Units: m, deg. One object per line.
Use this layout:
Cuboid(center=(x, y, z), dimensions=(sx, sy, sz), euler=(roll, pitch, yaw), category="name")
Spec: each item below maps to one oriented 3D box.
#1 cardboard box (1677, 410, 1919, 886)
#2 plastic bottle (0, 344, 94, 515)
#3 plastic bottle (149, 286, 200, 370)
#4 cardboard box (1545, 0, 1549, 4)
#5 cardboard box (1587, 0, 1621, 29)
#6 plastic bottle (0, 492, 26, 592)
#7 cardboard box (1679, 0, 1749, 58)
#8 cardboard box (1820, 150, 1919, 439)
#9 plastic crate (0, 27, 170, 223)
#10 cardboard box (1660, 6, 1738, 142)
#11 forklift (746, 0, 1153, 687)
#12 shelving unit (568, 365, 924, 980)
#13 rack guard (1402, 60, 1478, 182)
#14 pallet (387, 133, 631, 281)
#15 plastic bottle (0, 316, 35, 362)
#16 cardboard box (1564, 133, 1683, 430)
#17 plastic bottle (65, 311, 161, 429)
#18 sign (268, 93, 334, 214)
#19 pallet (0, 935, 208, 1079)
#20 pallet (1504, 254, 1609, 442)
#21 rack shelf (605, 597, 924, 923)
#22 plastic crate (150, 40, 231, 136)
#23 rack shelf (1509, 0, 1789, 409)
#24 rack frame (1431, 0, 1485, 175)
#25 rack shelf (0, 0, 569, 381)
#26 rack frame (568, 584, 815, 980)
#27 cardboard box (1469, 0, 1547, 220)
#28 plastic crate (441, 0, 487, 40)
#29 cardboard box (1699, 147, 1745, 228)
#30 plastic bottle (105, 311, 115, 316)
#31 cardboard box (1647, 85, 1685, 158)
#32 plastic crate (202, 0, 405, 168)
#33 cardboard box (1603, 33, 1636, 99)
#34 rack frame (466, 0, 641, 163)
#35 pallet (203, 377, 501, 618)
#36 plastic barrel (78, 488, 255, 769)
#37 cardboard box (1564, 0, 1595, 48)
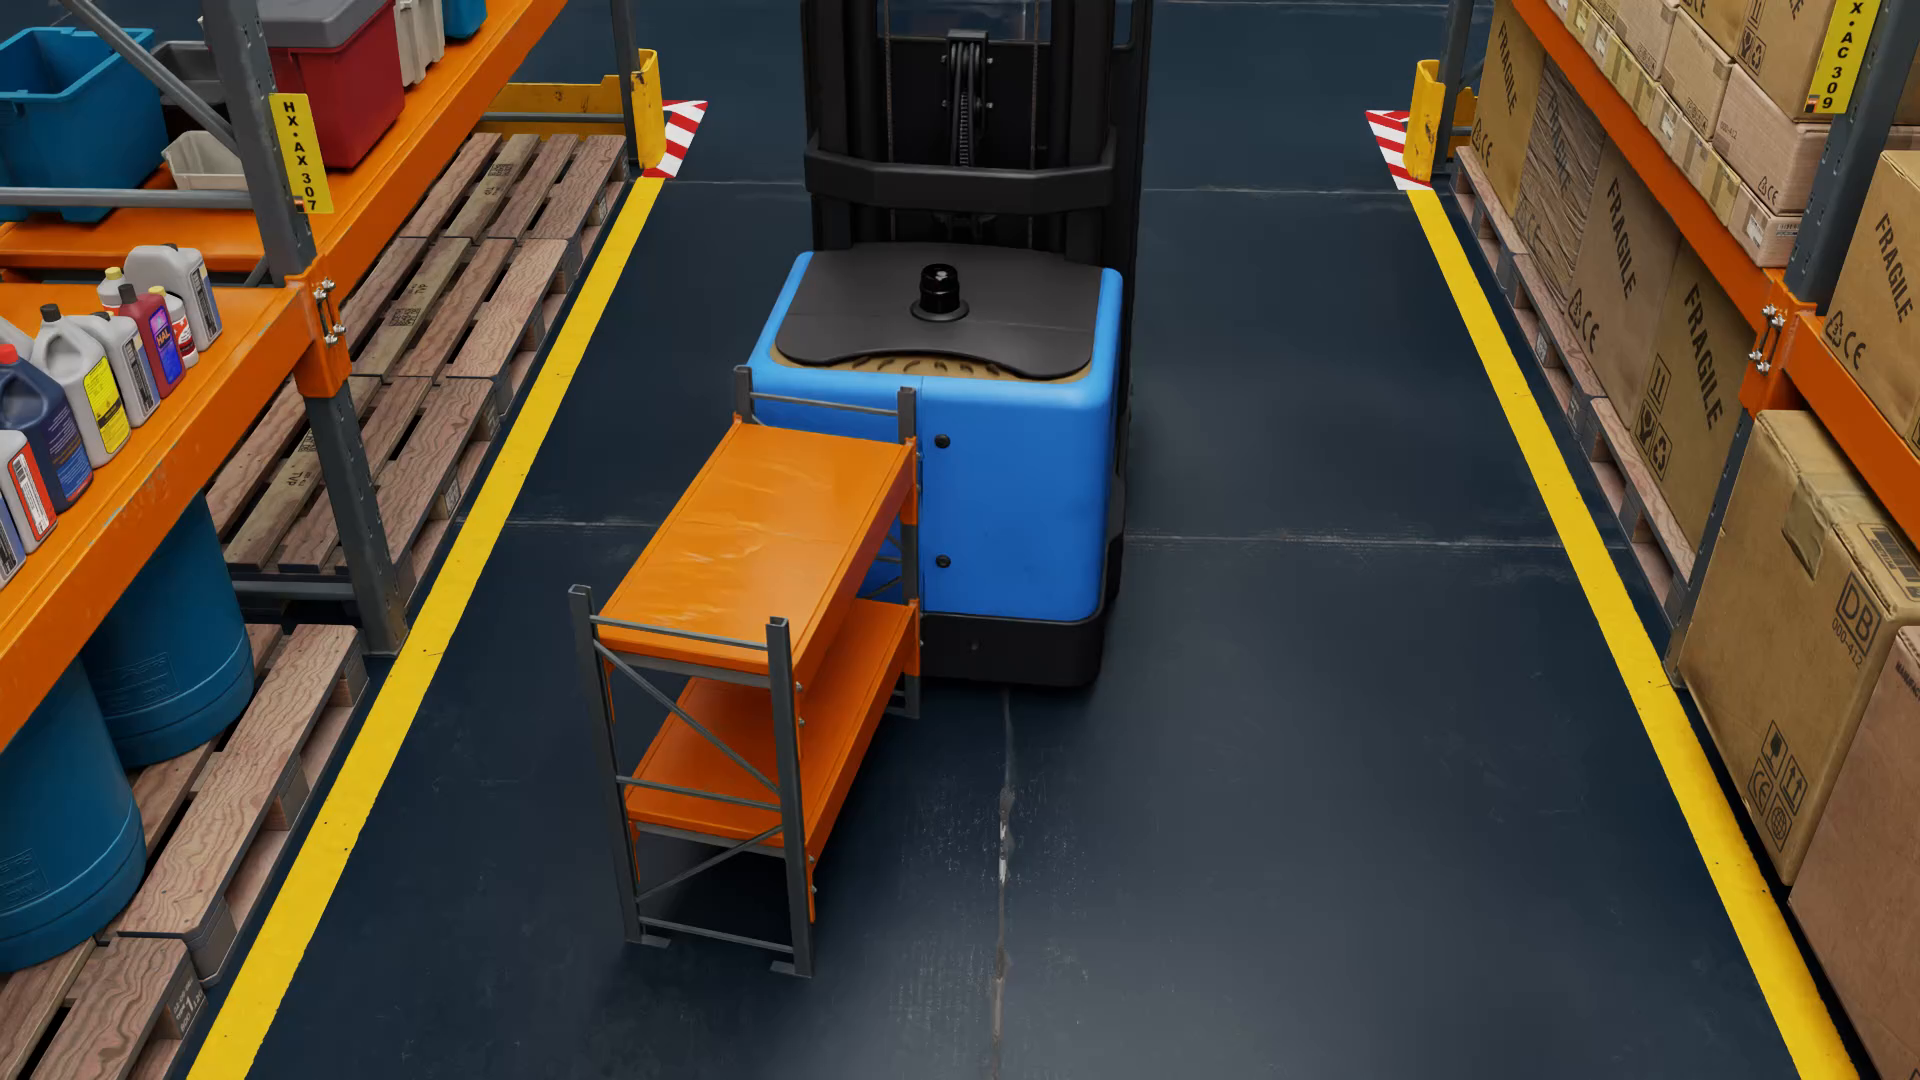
Cuboid(center=(2.681, 0.277, 4.230), dimensions=(1.225, 0.875, 0.875), euler=(1, 35, 2), category="cardboard box")
Cuboid(center=(-1.980, -0.241, 3.527), dimensions=(0.144, 0.351, 0.185), euler=(1, 35, 2), category="plastic bottle")
Cuboid(center=(-1.933, -0.521, 4.055), dimensions=(0.097, 0.201, 0.097), euler=(0, 35, 0), category="plastic bottle")
Cuboid(center=(2.464, -2.198, 6.487), dimensions=(0.380, 0.149, 0.250), euler=(1, 35, 1), category="cardboard box")
Cuboid(center=(2.504, -1.991, 5.845), dimensions=(0.500, 0.250, 0.500), euler=(1, 35, 1), category="cardboard box")
Cuboid(center=(-1.996, -0.042, 3.309), dimensions=(0.152, 0.276, 0.135), euler=(1, 35, 2), category="plastic bottle")
Cuboid(center=(2.462, -1.714, 4.800), dimensions=(0.500, 0.500, 0.500), euler=(2, 35, 2), category="cardboard box")
Cuboid(center=(2.418, -0.571, 3.867), dimensions=(0.500, 0.500, 0.500), euler=(1, 35, 2), category="cardboard box")
Cuboid(center=(-2.584, -1.197, 4.807), dimensions=(0.392, 0.384, 0.575), euler=(1, 35, 2), category="plastic crate")
Cuboid(center=(2.460, -1.406, 5.014), dimensions=(0.500, 0.250, 0.500), euler=(2, 35, 3), category="cardboard box")
Cuboid(center=(0.080, -1.592, 5.466), dimensions=(1.130, 2.935, 3.031), euler=(4, 35, 6), category="forklift")
Cuboid(center=(-0.486, 0.317, 4.320), dimensions=(0.538, 1.125, 1.048), euler=(8, 36, 12), category="shelving unit")
Cuboid(center=(2.848, -2.078, 8.272), dimensions=(1.175, 0.500, 0.348), euler=(1, 35, 2), category="rack guard")
Cuboid(center=(-2.174, -1.588, 7.825), dimensions=(1.003, 0.211, 1.213), euler=(1, 35, 2), category="pallet")
Cuboid(center=(-2.116, -0.351, 3.683), dimensions=(0.144, 0.351, 0.185), euler=(1, 35, 2), category="plastic bottle")
Cuboid(center=(2.829, -0.986, 6.027), dimensions=(0.875, 0.875, 0.875), euler=(1, 35, 2), category="cardboard box")
Cuboid(center=(-1.970, -0.409, 3.831), dimensions=(0.152, 0.276, 0.135), euler=(1, 35, 2), category="plastic bottle")
Cuboid(center=(-1.713, -1.003, 4.327), dimensions=(0.100, 0.325, 0.005), euler=(1, 35, 2), category="sign")
Cuboid(center=(-2.381, 1.383, 3.599), dimensions=(1.003, 0.211, 1.213), euler=(1, 35, 2), category="pallet")
Cuboid(center=(2.842, -0.786, 6.685), dimensions=(1.003, 0.211, 1.213), euler=(1, 35, 2), category="pallet")
Cuboid(center=(-0.486, 0.517, 4.461), dimensions=(0.538, 0.278, 1.000), euler=(8, 36, 12), category="rack shelf")
Cuboid(center=(-2.486, -1.465, 5.412), dimensions=(0.437, 0.125, 0.590), euler=(1, 35, 2), category="plastic crate")
Cuboid(center=(2.767, -1.644, 6.106), dimensions=(1.077, 0.370, 4.000), euler=(1, 35, 2), category="rack shelf")
Cuboid(center=(2.847, -3.087, 7.534), dimensions=(1.000, 3.000, 0.127), euler=(1, 35, 2), category="rack frame")
Cuboid(center=(-2.182, -1.758, 6.268), dimensions=(1.077, 0.370, 4.000), euler=(1, 35, 2), category="rack shelf")
Cuboid(center=(-0.612, 0.601, 3.917), dimensions=(0.500, 1.125, 0.032), euler=(8, 36, 12), category="rack frame")
Cuboid(center=(2.901, -2.020, 7.498), dimensions=(0.875, 0.875, 0.875), euler=(1, 35, 2), category="cardboard box")
Cuboid(center=(-1.928, -1.972, 6.040), dimensions=(0.416, 0.233, 0.300), euler=(1, 35, 2), category="plastic crate")
Cuboid(center=(2.382, -1.017, 4.807), dimensions=(0.380, 0.149, 0.250), euler=(2, 35, 3), category="cardboard box")
Cuboid(center=(-1.999, -0.446, 3.948), dimensions=(0.097, 0.201, 0.097), euler=(0, 35, 0), category="plastic bottle")
Cuboid(center=(2.402, -1.312, 5.227), dimensions=(0.380, 0.149, 0.250), euler=(2, 35, 3), category="cardboard box")
Cuboid(center=(-1.976, -1.461, 5.113), dimensions=(0.402, 0.464, 0.583), euler=(1, 35, 2), category="plastic crate")
Cuboid(center=(2.423, -1.607, 5.647), dimensions=(0.380, 0.149, 0.250), euler=(1, 35, 1), category="cardboard box")
Cuboid(center=(-2.102, -3.201, 7.697), dimensions=(1.000, 3.000, 0.127), euler=(1, 35, 2), category="rack frame")
Cuboid(center=(-2.272, -0.186, 5.831), dimensions=(1.003, 0.211, 1.213), euler=(1, 35, 2), category="pallet")
Cuboid(center=(-2.301, 0.096, 4.465), dimensions=(0.600, 0.901, 0.708), euler=(1, 35, 2), category="plastic barrel")
Cuboid(center=(2.443, -1.904, 6.069), dimensions=(0.380, 0.149, 0.250), euler=(0, 35, 1), category="cardboard box")
